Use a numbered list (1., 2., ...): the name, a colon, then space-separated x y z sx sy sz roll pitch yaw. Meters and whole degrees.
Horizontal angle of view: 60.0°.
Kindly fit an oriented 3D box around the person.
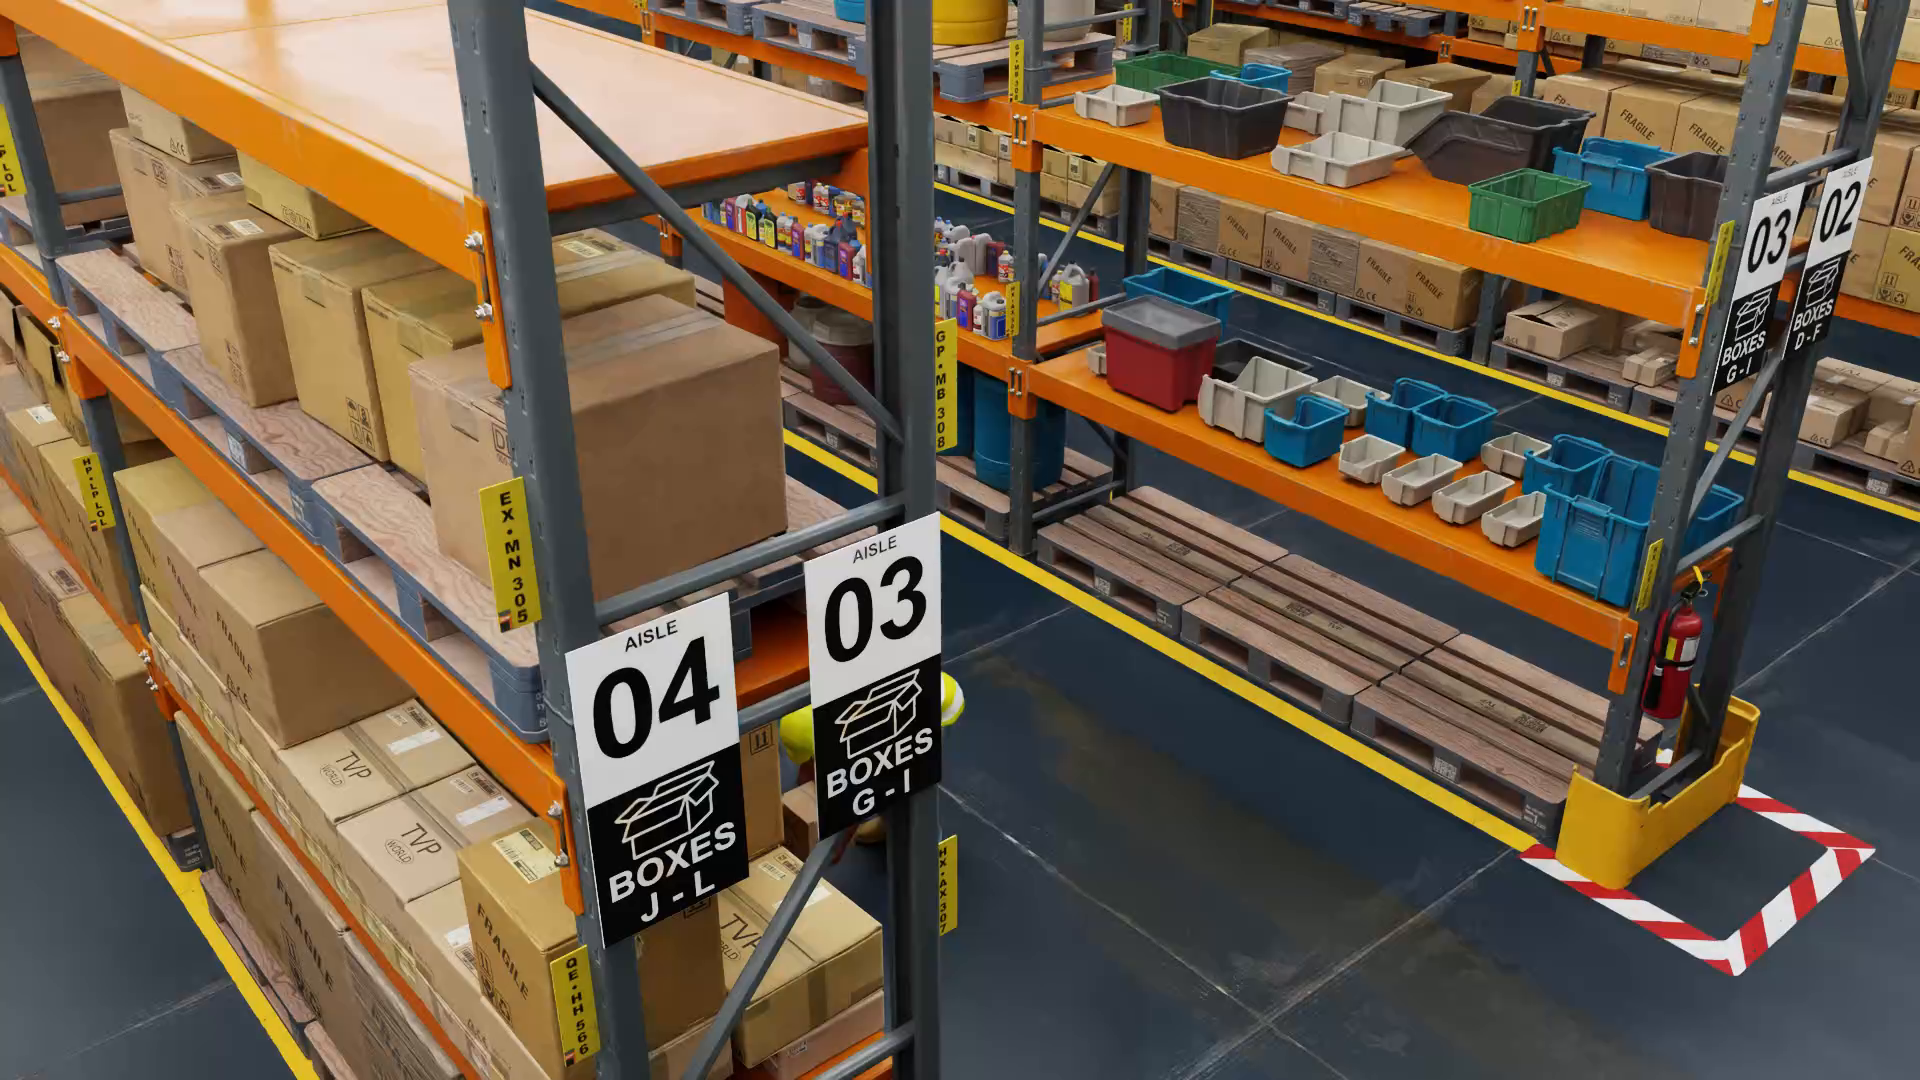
1. person: -0.408 1.013 7.542 0.967 1.002 0.515 -24 36 -37
